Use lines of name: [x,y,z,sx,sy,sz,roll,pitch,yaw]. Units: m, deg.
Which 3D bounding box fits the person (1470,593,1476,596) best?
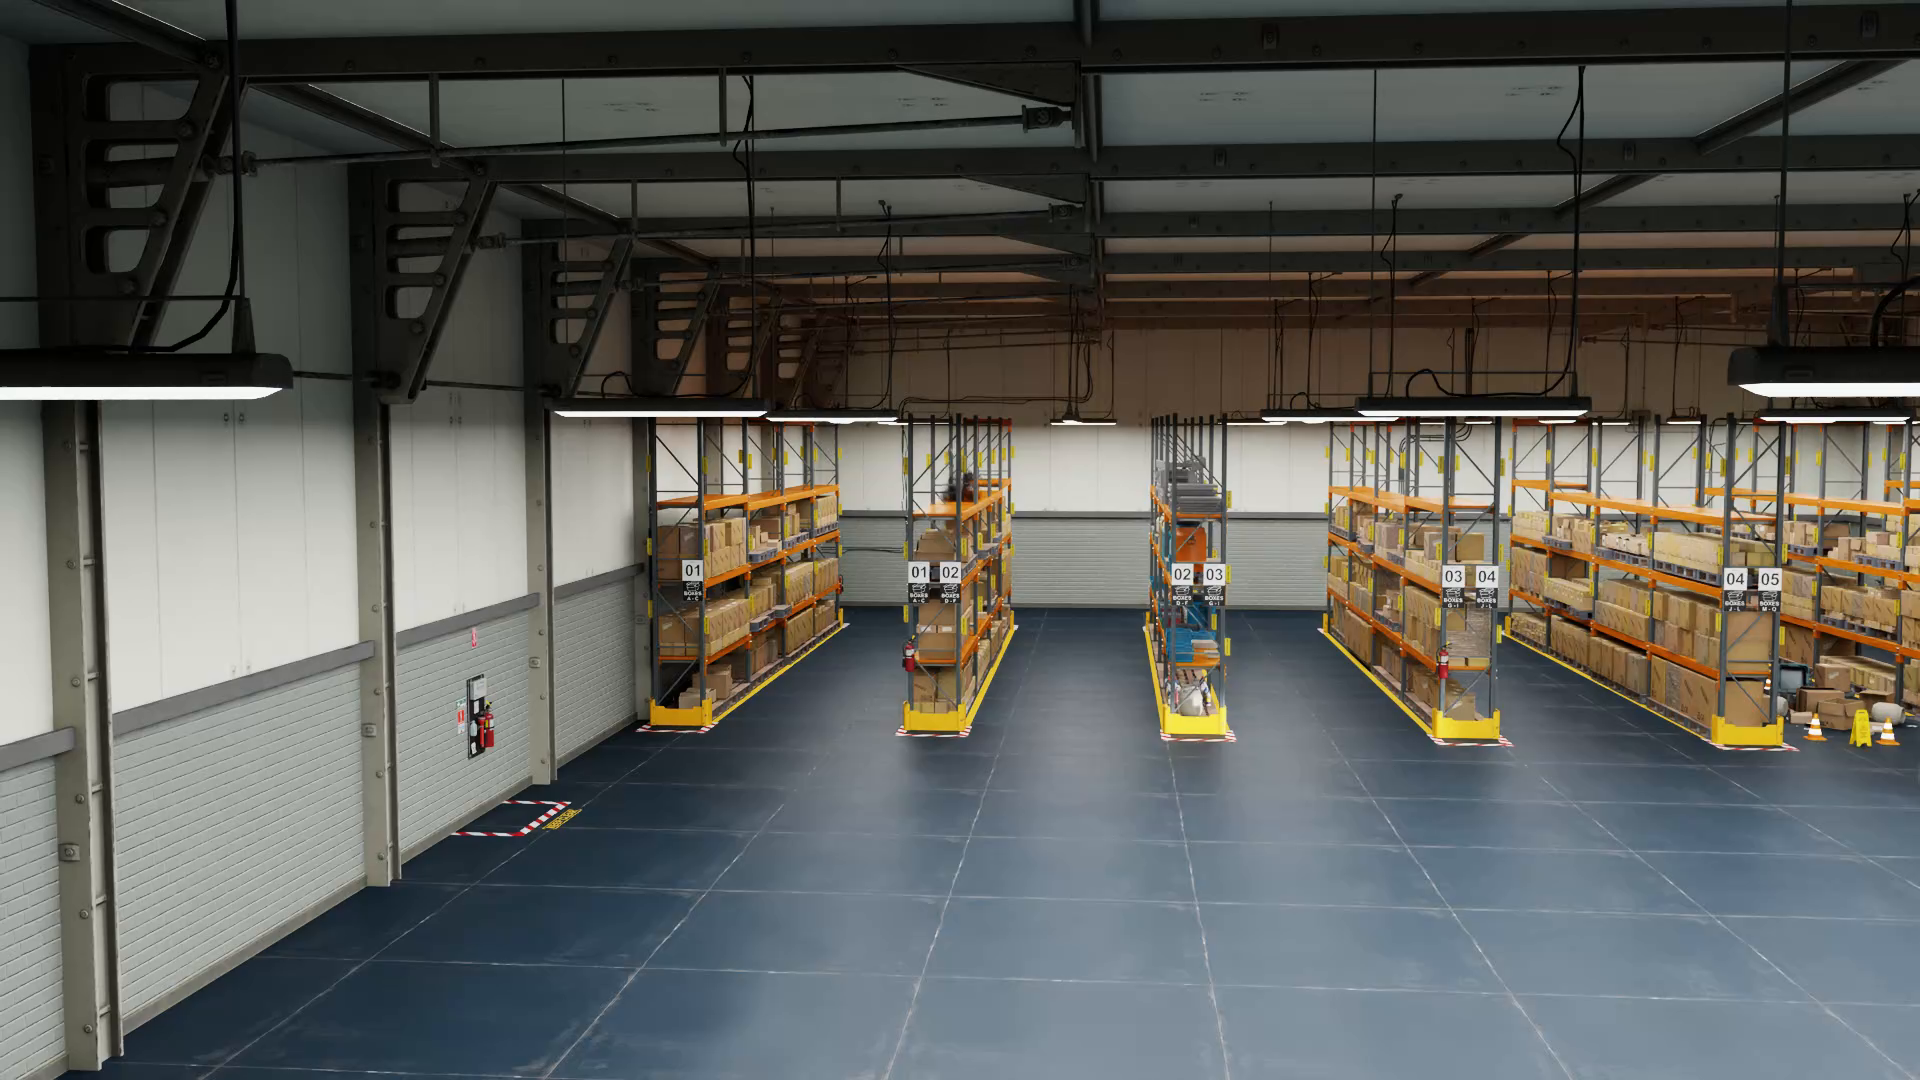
person: [13.833,1.868,44.302,0.697,1.821,0.788,0,4,5]
